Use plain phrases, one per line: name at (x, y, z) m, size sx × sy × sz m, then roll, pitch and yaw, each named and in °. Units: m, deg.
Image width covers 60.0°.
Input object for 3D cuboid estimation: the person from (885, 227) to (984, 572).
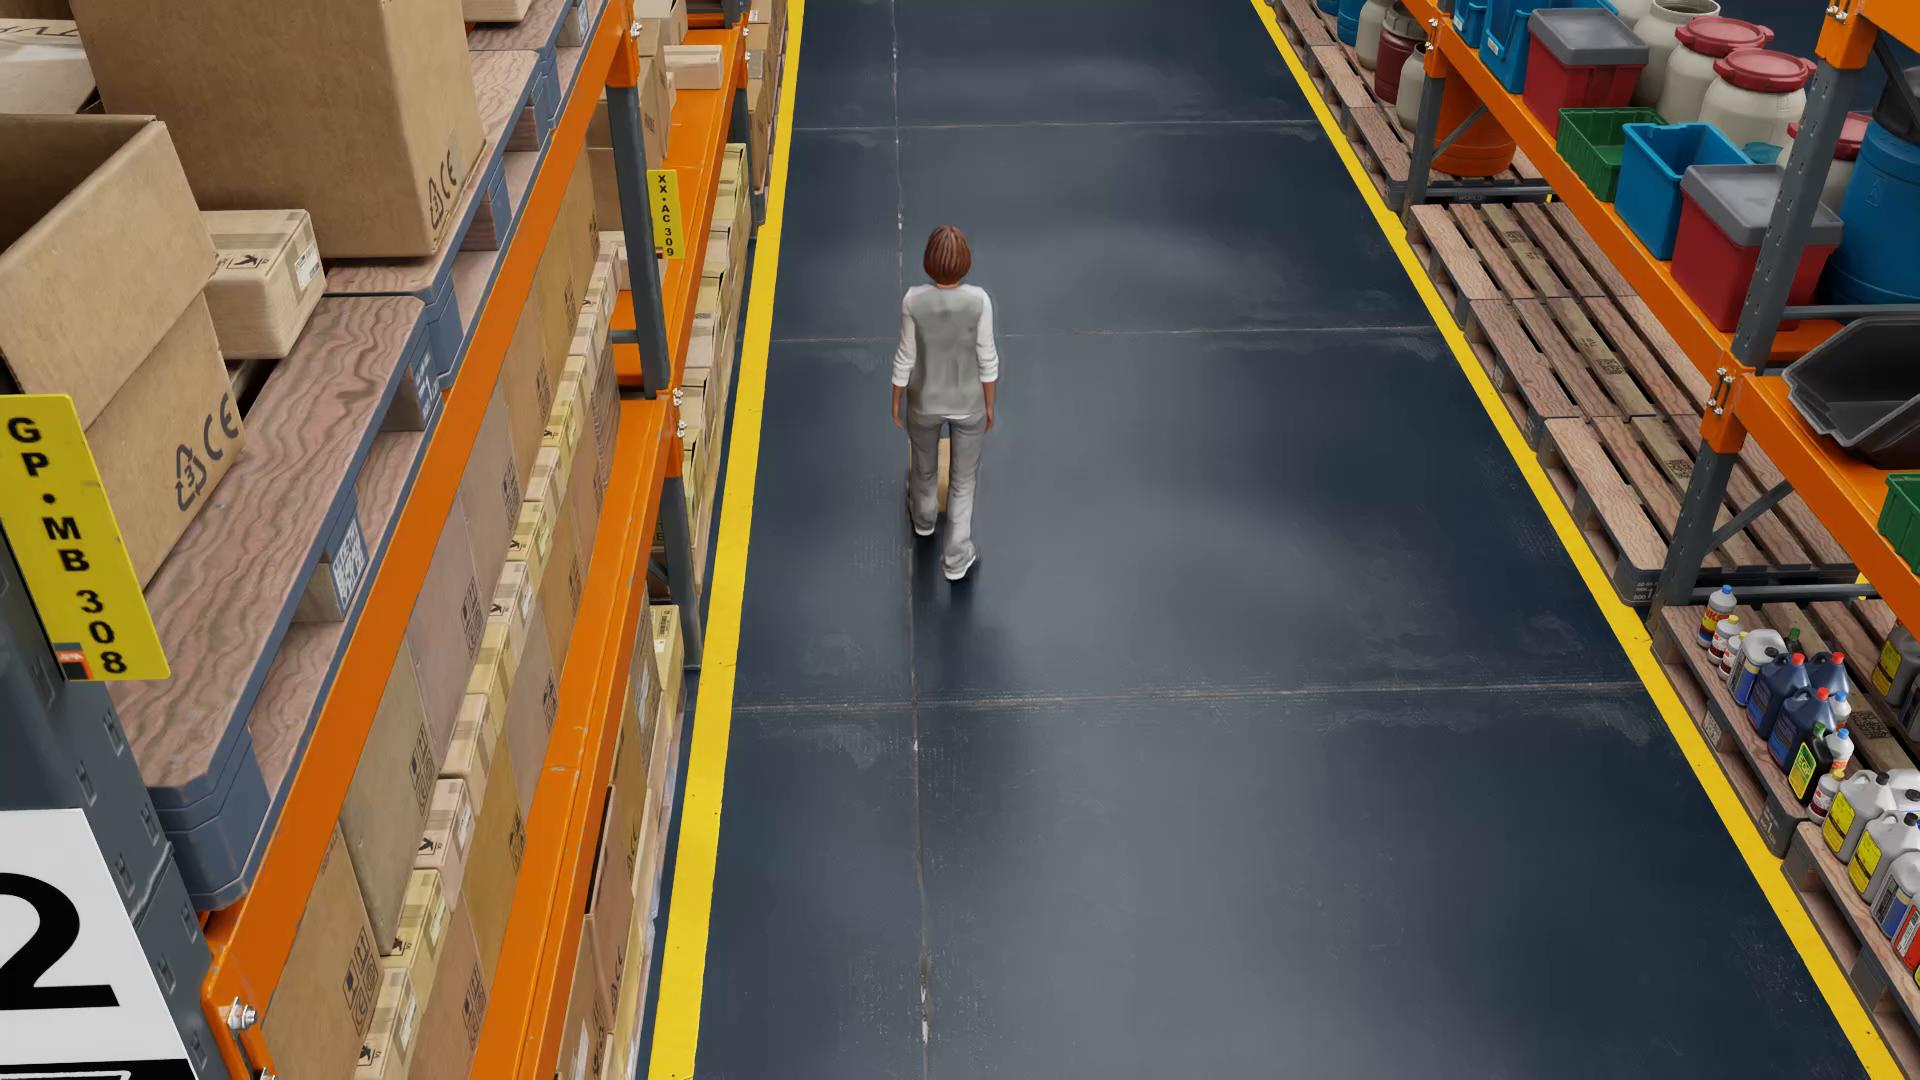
person at (-0.105, -0.571, 6.953) m, size 0.406 × 1.598 × 0.333 m, roll -1°, pitch 36°, yaw -1°
